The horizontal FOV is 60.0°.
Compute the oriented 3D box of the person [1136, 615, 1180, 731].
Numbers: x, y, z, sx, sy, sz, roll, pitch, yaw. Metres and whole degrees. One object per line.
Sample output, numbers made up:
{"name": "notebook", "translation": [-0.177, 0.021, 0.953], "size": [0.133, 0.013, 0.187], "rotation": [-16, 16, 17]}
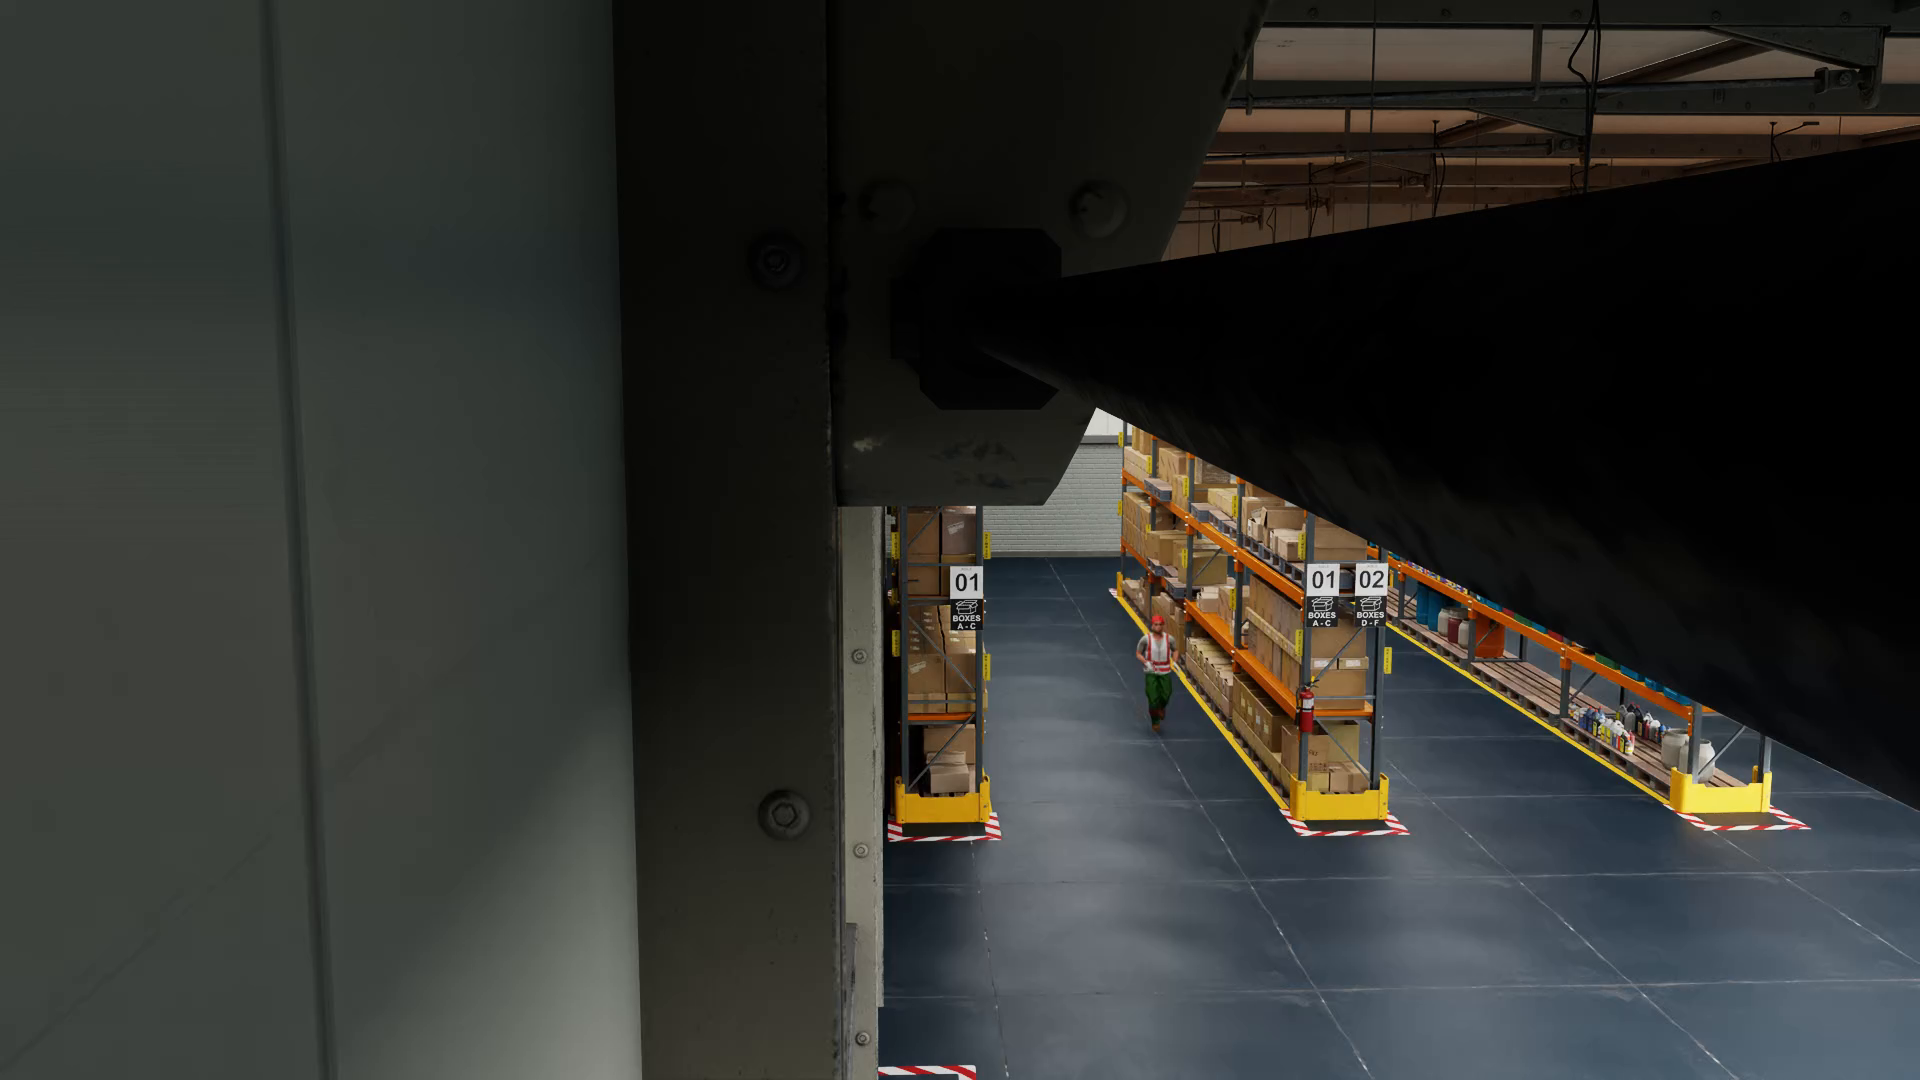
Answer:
{"name": "person", "translation": [2.957, 1.988, 24.866], "size": [0.655, 1.742, 0.594], "rotation": [0, 8, 0]}
